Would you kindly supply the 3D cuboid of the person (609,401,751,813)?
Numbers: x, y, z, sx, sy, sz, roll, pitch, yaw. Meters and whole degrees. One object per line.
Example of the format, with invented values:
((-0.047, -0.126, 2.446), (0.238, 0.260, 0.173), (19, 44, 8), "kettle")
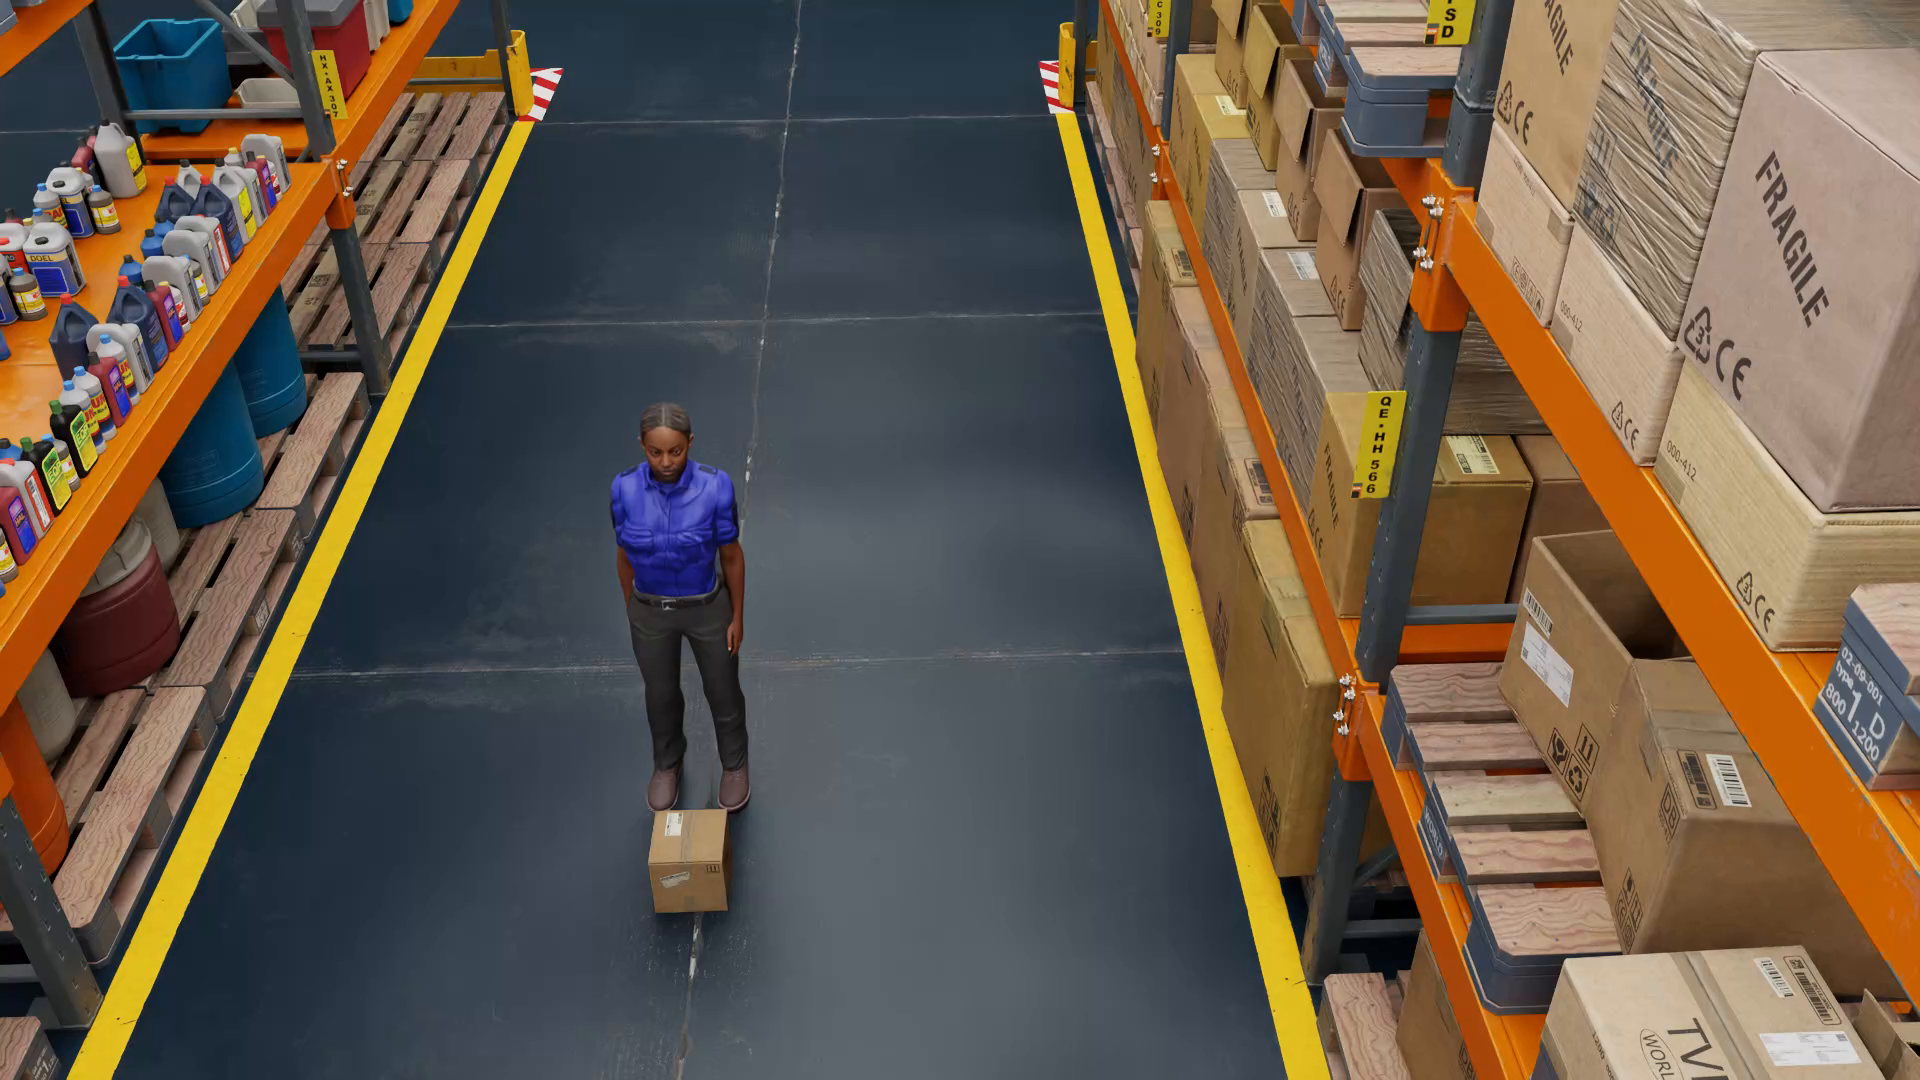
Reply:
((-0.956, 0.259, 5.795), (0.439, 1.673, 0.299), (-1, 35, -1), "person")
